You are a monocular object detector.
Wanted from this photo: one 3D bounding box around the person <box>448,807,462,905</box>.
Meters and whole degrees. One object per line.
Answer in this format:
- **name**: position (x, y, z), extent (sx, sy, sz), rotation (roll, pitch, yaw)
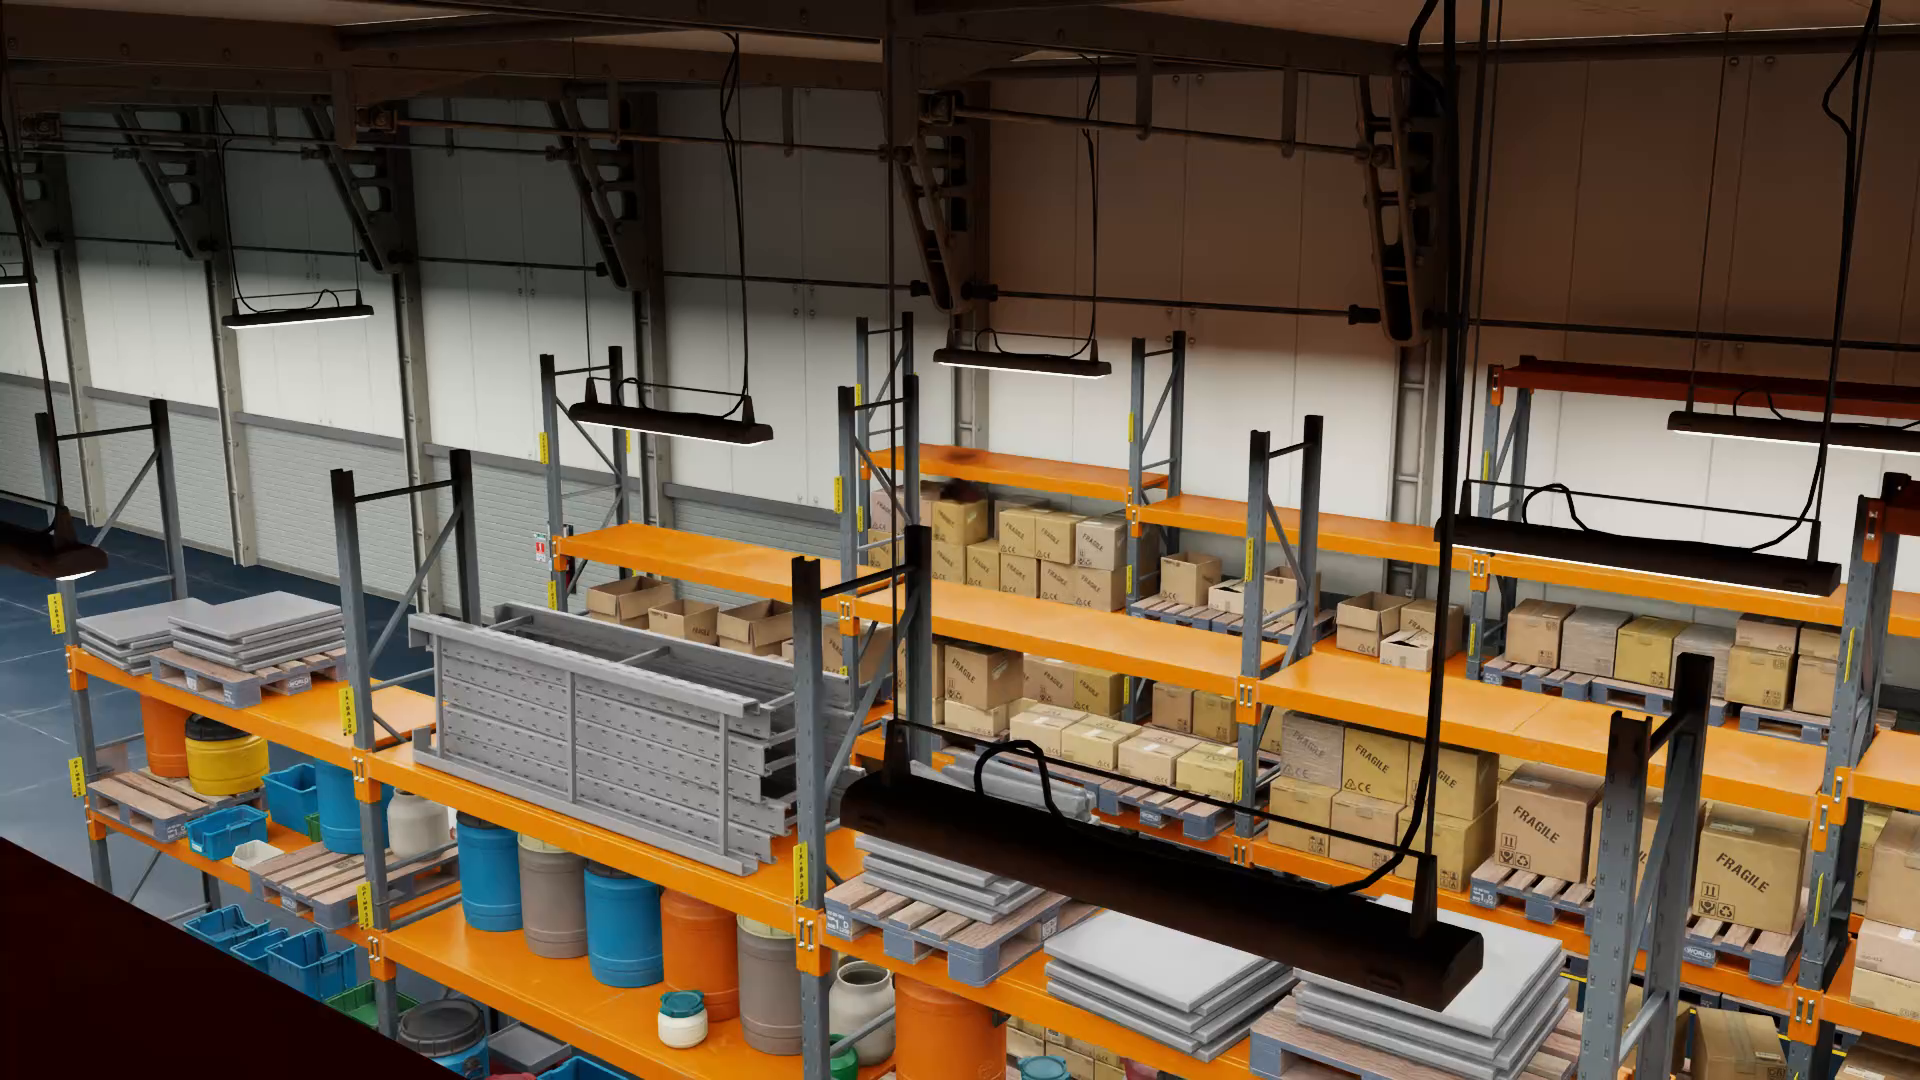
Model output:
- **person**: position (-5.196, 3.321, 17.538), extent (0.407, 1.412, 0.556), rotation (10, 16, 36)
